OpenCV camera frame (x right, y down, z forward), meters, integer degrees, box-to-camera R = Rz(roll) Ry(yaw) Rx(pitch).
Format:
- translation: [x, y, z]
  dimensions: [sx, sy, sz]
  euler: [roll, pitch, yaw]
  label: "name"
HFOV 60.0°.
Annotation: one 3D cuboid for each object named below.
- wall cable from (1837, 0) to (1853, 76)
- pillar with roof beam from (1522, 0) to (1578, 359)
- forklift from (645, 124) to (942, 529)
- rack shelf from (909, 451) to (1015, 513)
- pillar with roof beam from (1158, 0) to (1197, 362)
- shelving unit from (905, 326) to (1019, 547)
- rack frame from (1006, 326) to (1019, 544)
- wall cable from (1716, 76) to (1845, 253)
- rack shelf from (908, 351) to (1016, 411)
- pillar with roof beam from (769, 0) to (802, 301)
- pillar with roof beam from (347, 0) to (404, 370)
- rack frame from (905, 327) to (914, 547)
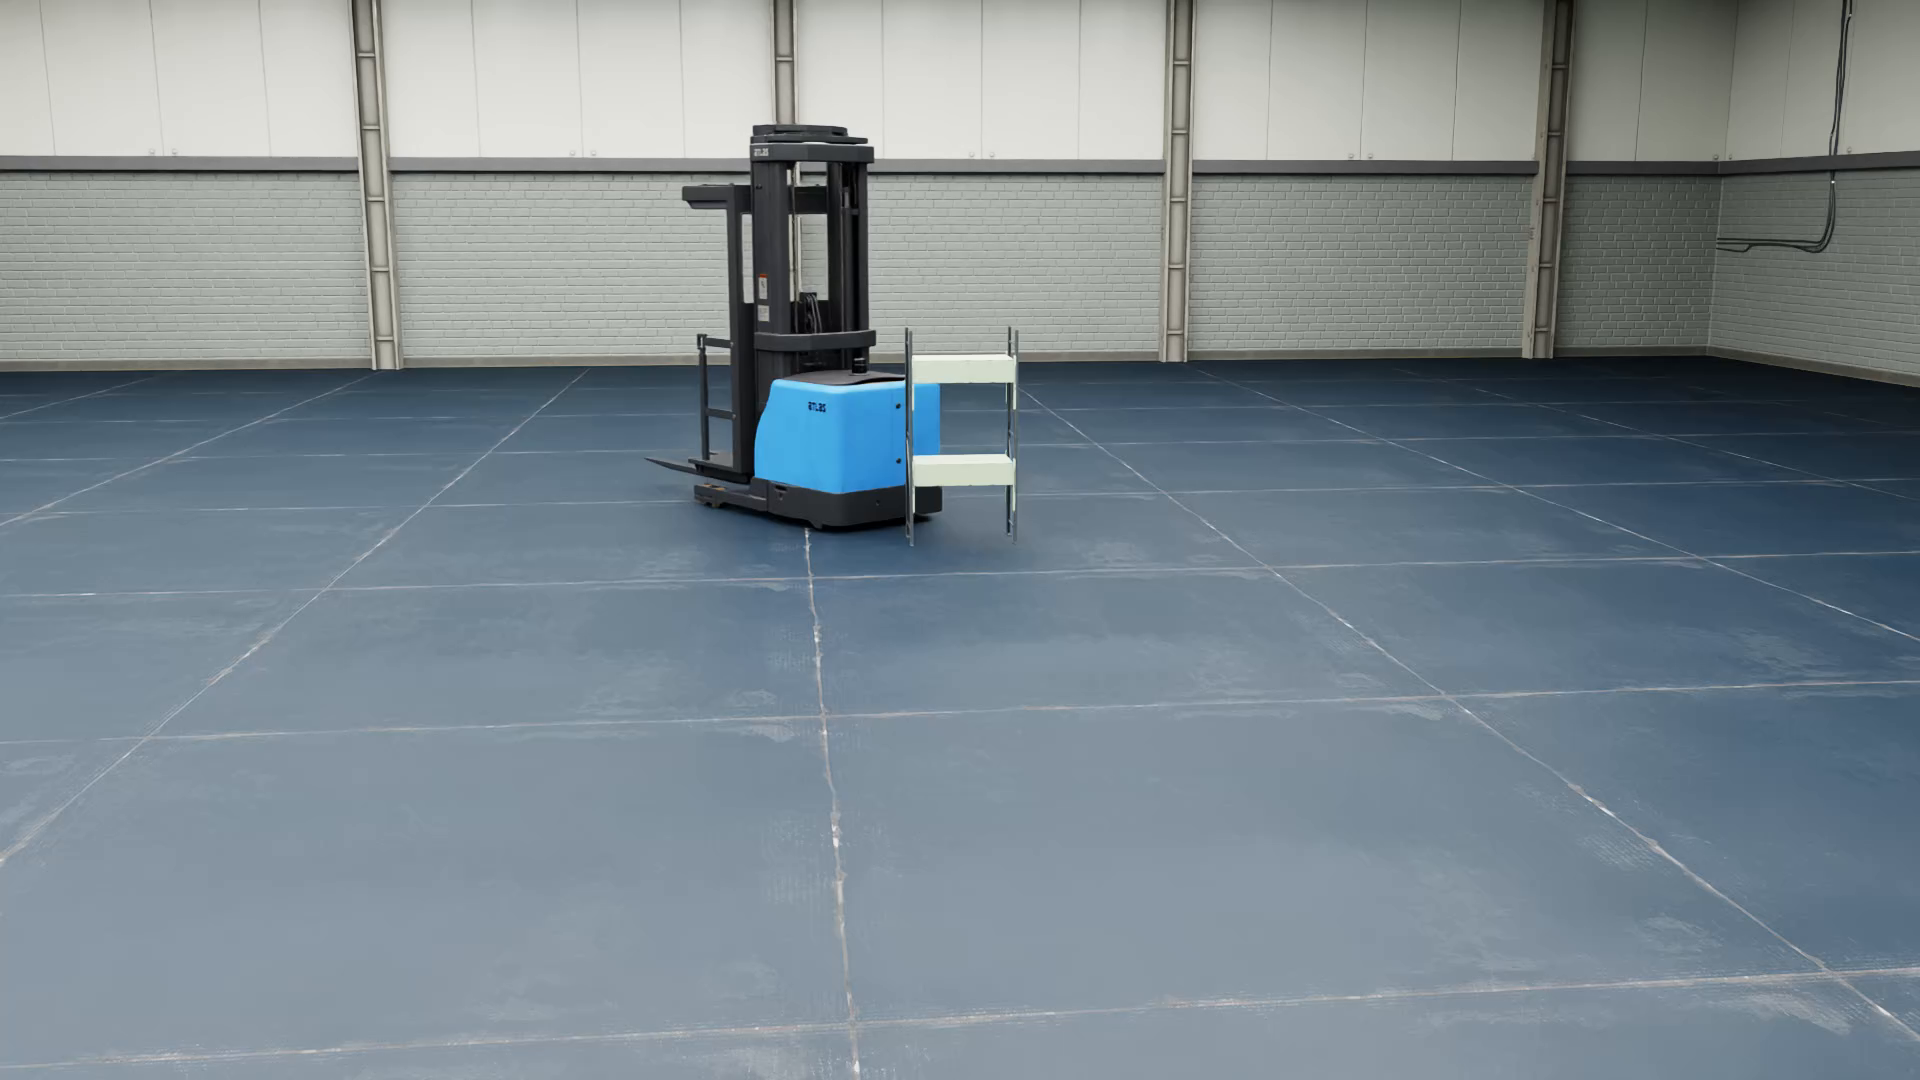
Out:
- translation: [12.682, -7.605, 22.180]
  dimensions: [0.112, 2.526, 3.097]
  euler: [-1, 11, -6]
  label: "wall cable"
- translation: [9.783, -6.536, 21.785]
  dimensions: [0.400, 9.000, 9.100]
  euler: [-1, 11, -6]
  label: "pillar with roof beam"
- translation: [-1.476, -1.746, 13.150]
  dimensions: [1.130, 2.935, 3.031]
  euler: [-9, 15, -40]
  label: "forklift"
- translation: [0.007, -0.416, 11.787]
  dimensions: [0.720, 0.370, 0.431]
  euler: [-1, 11, -6]
  label: "rack shelf"
- translation: [3.818, -6.411, 21.149]
  dimensions: [0.400, 9.000, 9.100]
  euler: [-1, 11, -6]
  label: "pillar with roof beam"
- translation: [0.007, -0.736, 11.724]
  dimensions: [0.755, 1.500, 0.431]
  euler: [-1, 11, -6]
  label: "shelving unit"
- translation: [0.371, -0.744, 11.763]
  dimensions: [0.023, 1.500, 0.400]
  euler: [-1, 11, -6]
  label: "rack frame"
- translation: [12.390, -5.645, 25.306]
  dimensions: [0.112, 2.526, 3.097]
  euler: [-1, 11, -6]
  label: "wall cable"
- translation: [0.007, -1.119, 11.649]
  dimensions: [0.720, 0.370, 0.431]
  euler: [-1, 11, -6]
  label: "rack shelf"
- translation: [-2.147, -6.286, 20.513]
  dimensions: [0.400, 9.000, 9.100]
  euler: [-1, 11, -6]
  label: "pillar with roof beam"
- translation: [-8.112, -6.161, 19.878]
  dimensions: [0.400, 9.000, 9.100]
  euler: [-1, 11, -6]
  label: "pillar with roof beam"
- translation: [-0.357, -0.728, 11.685]
  dimensions: [0.023, 1.500, 0.400]
  euler: [-1, 11, -6]
  label: "rack frame"
